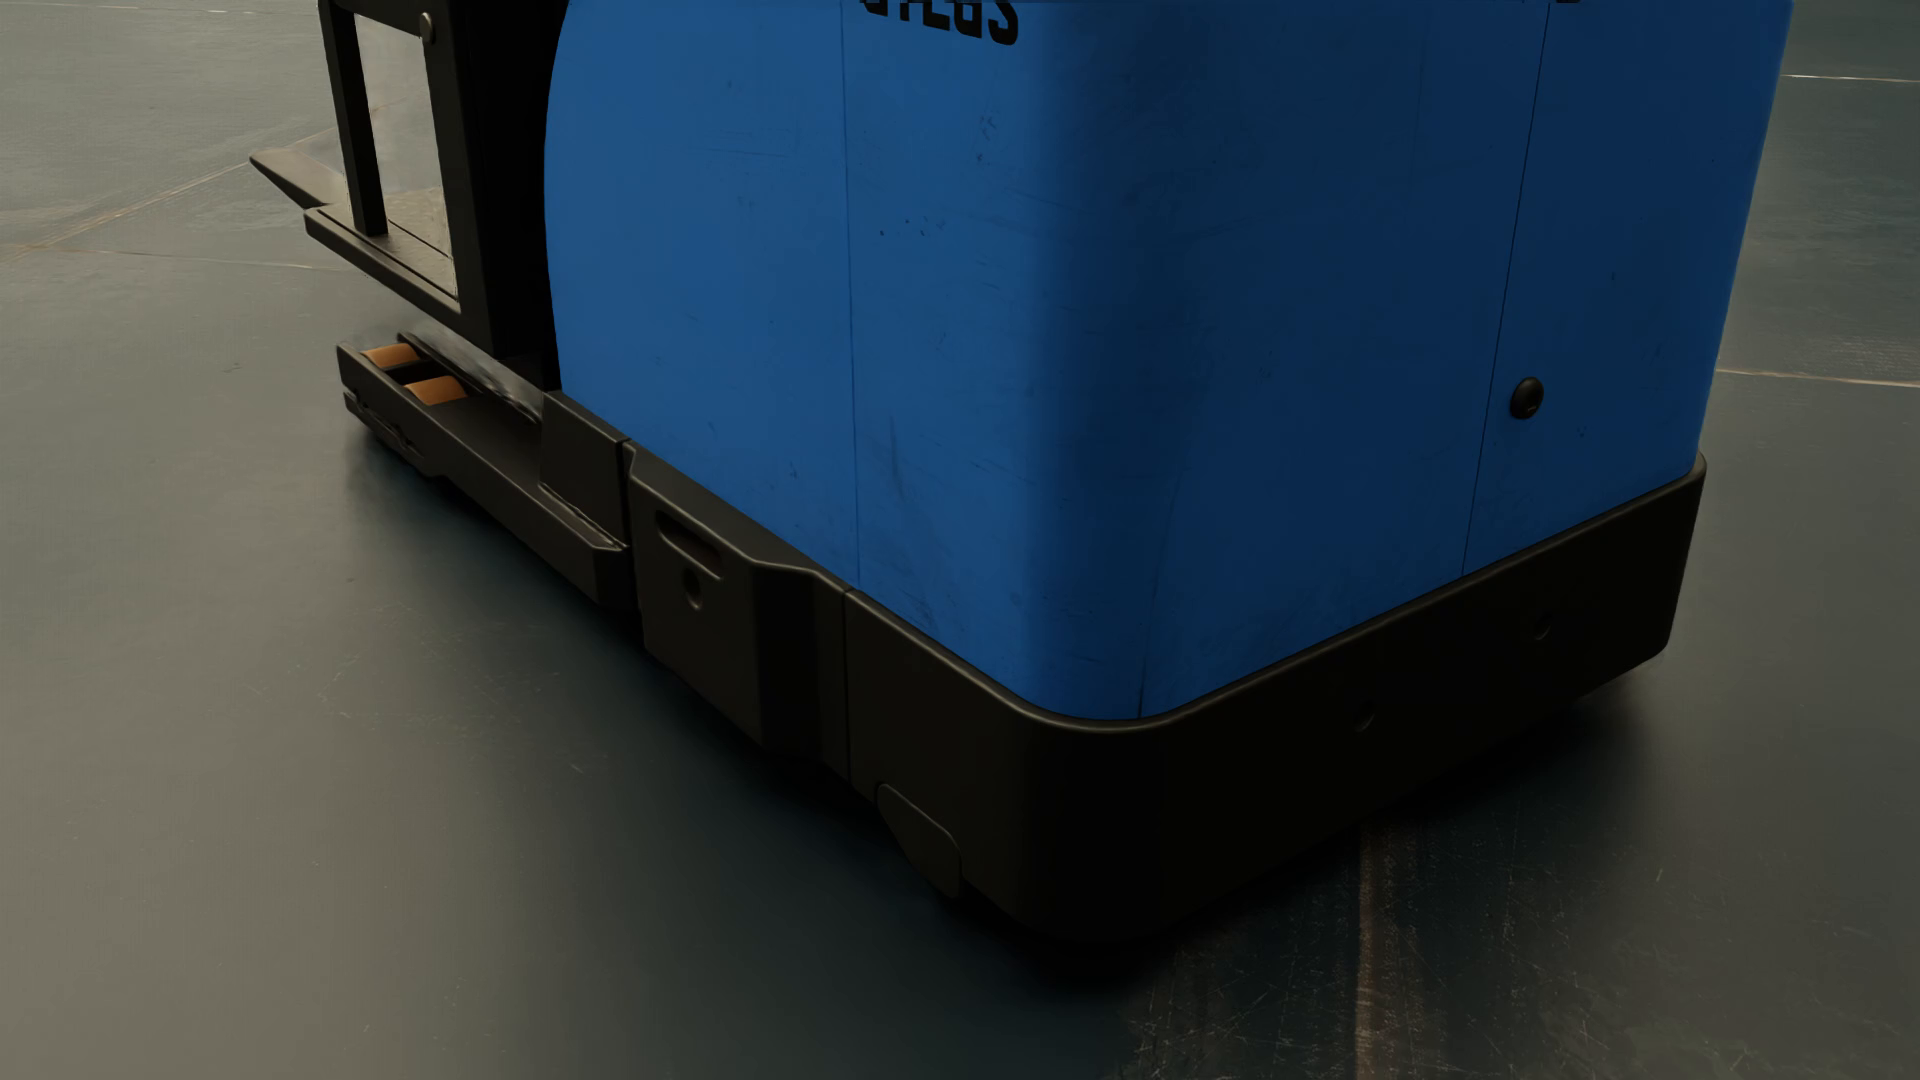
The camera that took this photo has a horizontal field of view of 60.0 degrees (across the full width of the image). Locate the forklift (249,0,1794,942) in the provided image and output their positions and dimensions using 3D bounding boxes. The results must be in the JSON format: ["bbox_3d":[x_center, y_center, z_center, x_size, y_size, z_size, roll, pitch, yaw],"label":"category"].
[{"bbox_3d":[-0.396,-1.526,2.271,1.130,2.935,3.031,-19,32,-33],"label":"forklift"}]
